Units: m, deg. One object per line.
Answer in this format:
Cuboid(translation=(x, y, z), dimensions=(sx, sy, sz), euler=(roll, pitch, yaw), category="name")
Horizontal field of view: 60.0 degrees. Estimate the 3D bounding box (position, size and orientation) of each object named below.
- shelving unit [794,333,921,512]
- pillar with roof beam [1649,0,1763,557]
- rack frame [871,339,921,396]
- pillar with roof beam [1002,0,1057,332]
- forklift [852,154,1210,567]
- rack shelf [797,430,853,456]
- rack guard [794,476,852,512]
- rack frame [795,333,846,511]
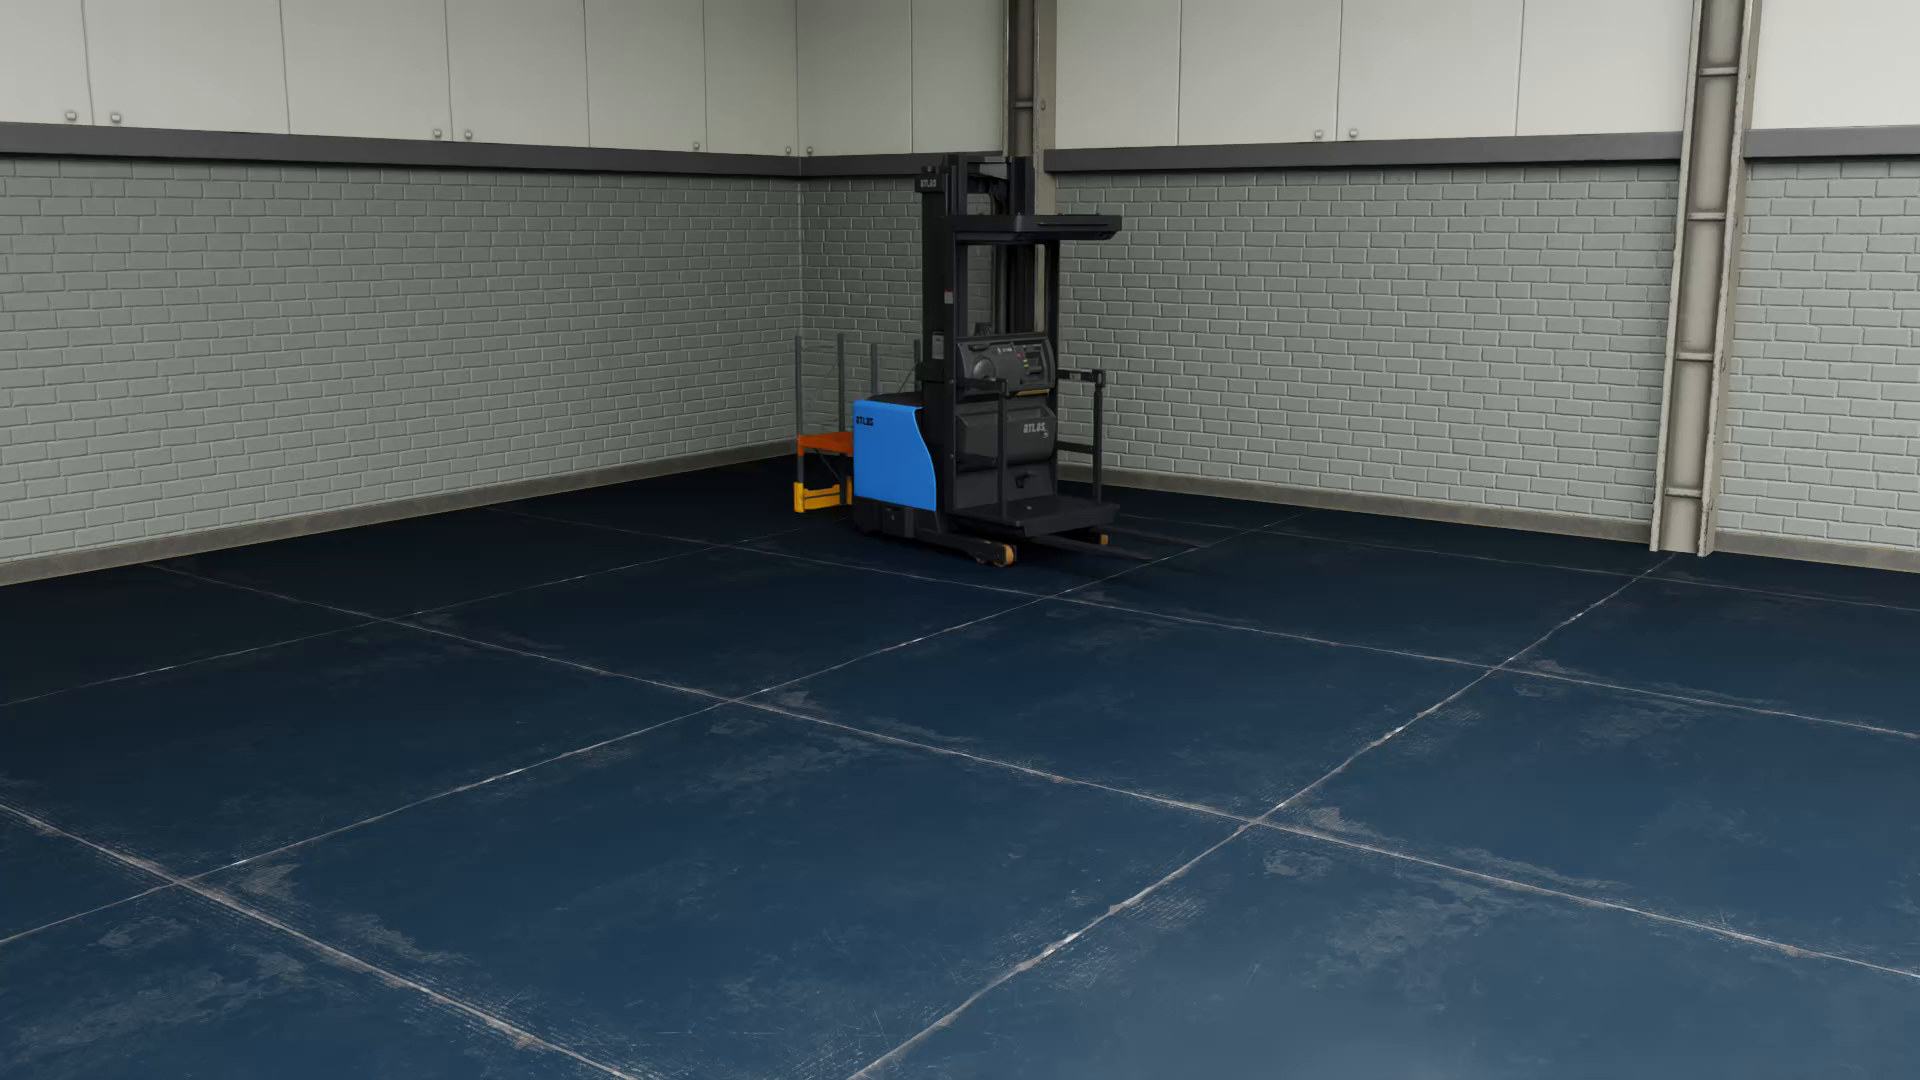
Cuboid(translation=(-0.854, -0.945, 13.968), dimensions=(0.587, 1.500, 1.083), euler=(-10, 15, -41), category="shelving unit")
Cuboid(translation=(2.932, -3.681, 8.365), dimensions=(0.400, 9.000, 9.100), euler=(8, 13, 36), category="pillar with roof beam")
Cuboid(translation=(-0.521, -0.875, 13.603), dimensions=(0.500, 1.500, 0.032), euler=(-10, 15, -41), category="rack frame")
Cuboid(translation=(-1.904, -4.356, 11.852), dimensions=(0.400, 9.000, 9.100), euler=(8, 13, 36), category="pillar with roof beam")
Cuboid(translation=(0.493, -1.351, 12.296), dimensions=(1.130, 2.935, 3.031), euler=(-10, 15, -41), category="forklift")
Cuboid(translation=(-0.860, -0.770, 14.009), dimensions=(0.538, 0.185, 1.000), euler=(-10, 15, -41), category="rack shelf")
Cuboid(translation=(-1.187, -0.402, 14.450), dimensions=(0.587, 0.250, 0.087), euler=(-10, 15, -41), category="rack guard")
Cuboid(translation=(-1.200, -1.019, 14.346), dimensions=(0.500, 1.500, 0.032), euler=(-10, 15, -41), category="rack frame")
